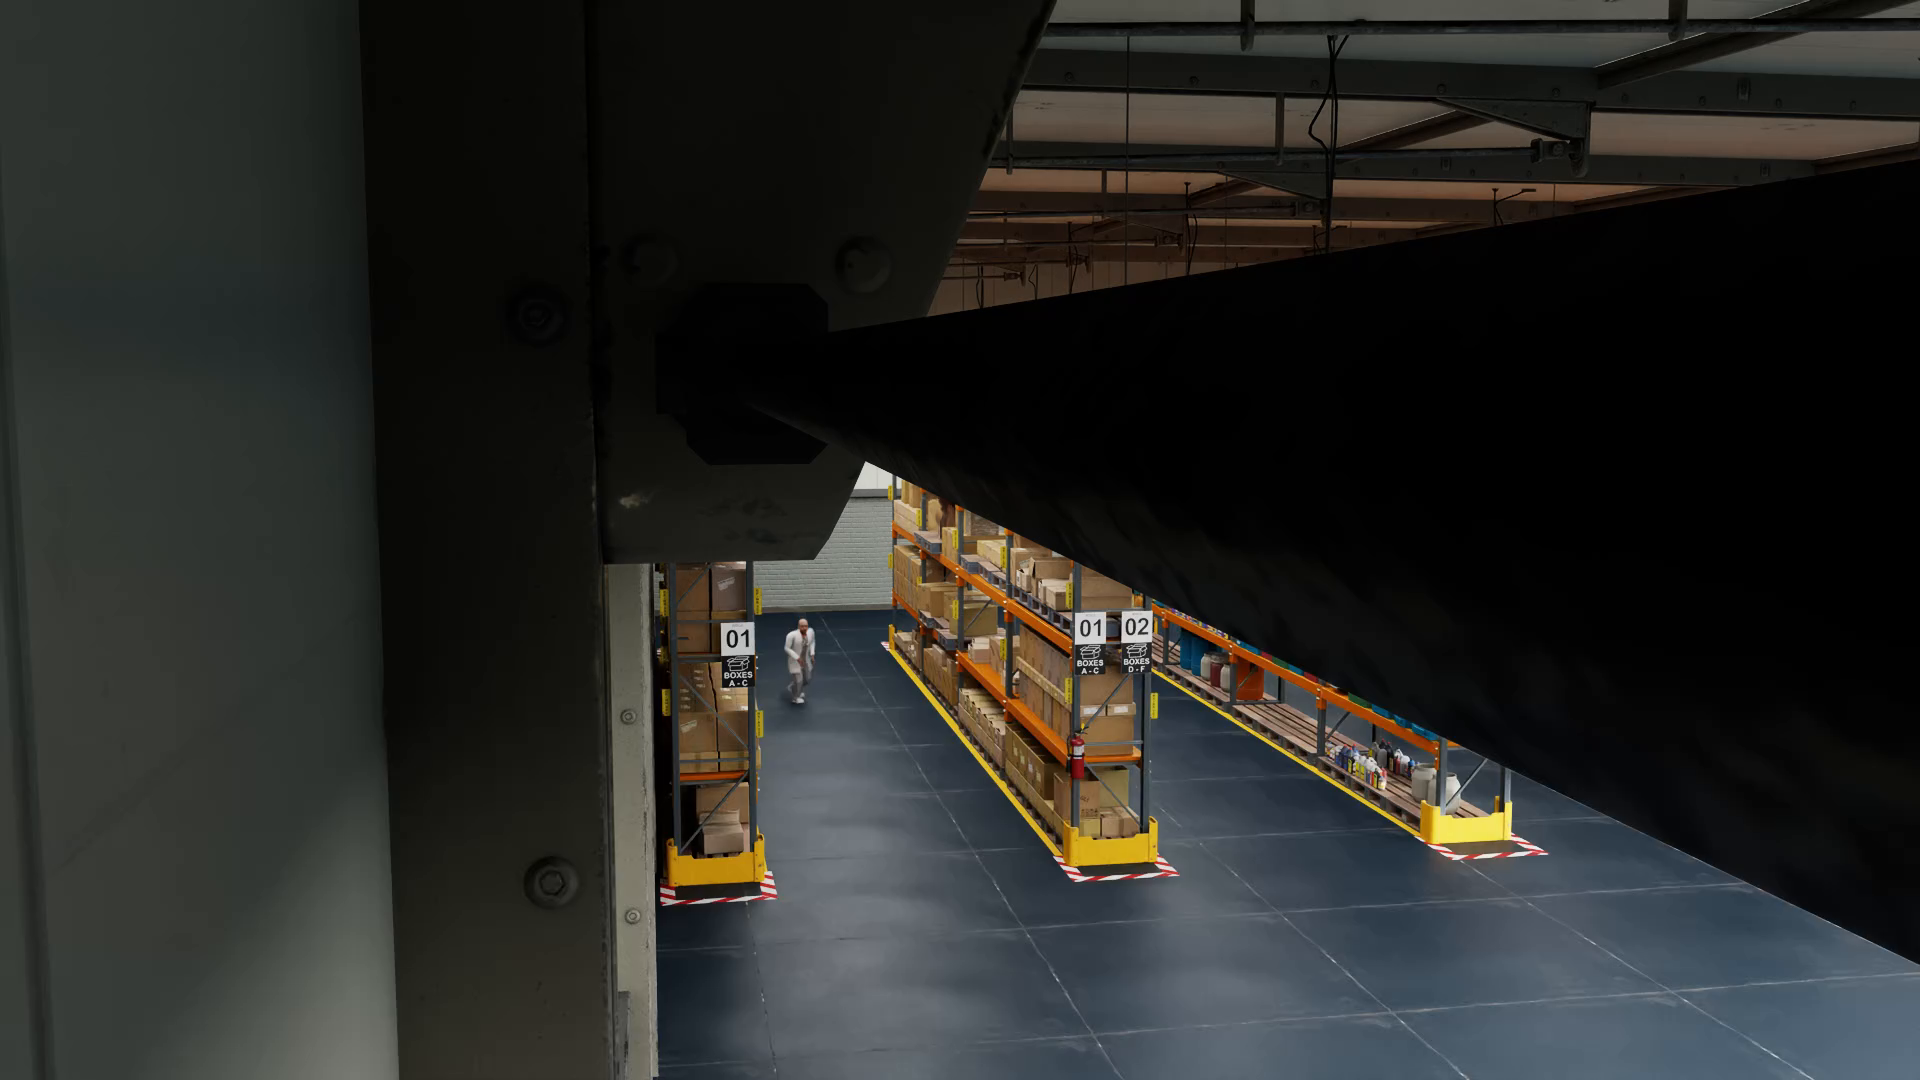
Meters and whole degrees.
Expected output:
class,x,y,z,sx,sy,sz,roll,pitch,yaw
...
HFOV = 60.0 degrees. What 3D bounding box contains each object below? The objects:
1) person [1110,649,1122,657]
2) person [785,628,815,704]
class,x,y,z,sx,sy,sz,roll,pitch,yaw
person,3.329,1.977,33.846,0.579,1.292,0.606,-6,9,-44
person,-3.021,2.296,30.658,0.675,1.443,0.779,-5,8,-38
